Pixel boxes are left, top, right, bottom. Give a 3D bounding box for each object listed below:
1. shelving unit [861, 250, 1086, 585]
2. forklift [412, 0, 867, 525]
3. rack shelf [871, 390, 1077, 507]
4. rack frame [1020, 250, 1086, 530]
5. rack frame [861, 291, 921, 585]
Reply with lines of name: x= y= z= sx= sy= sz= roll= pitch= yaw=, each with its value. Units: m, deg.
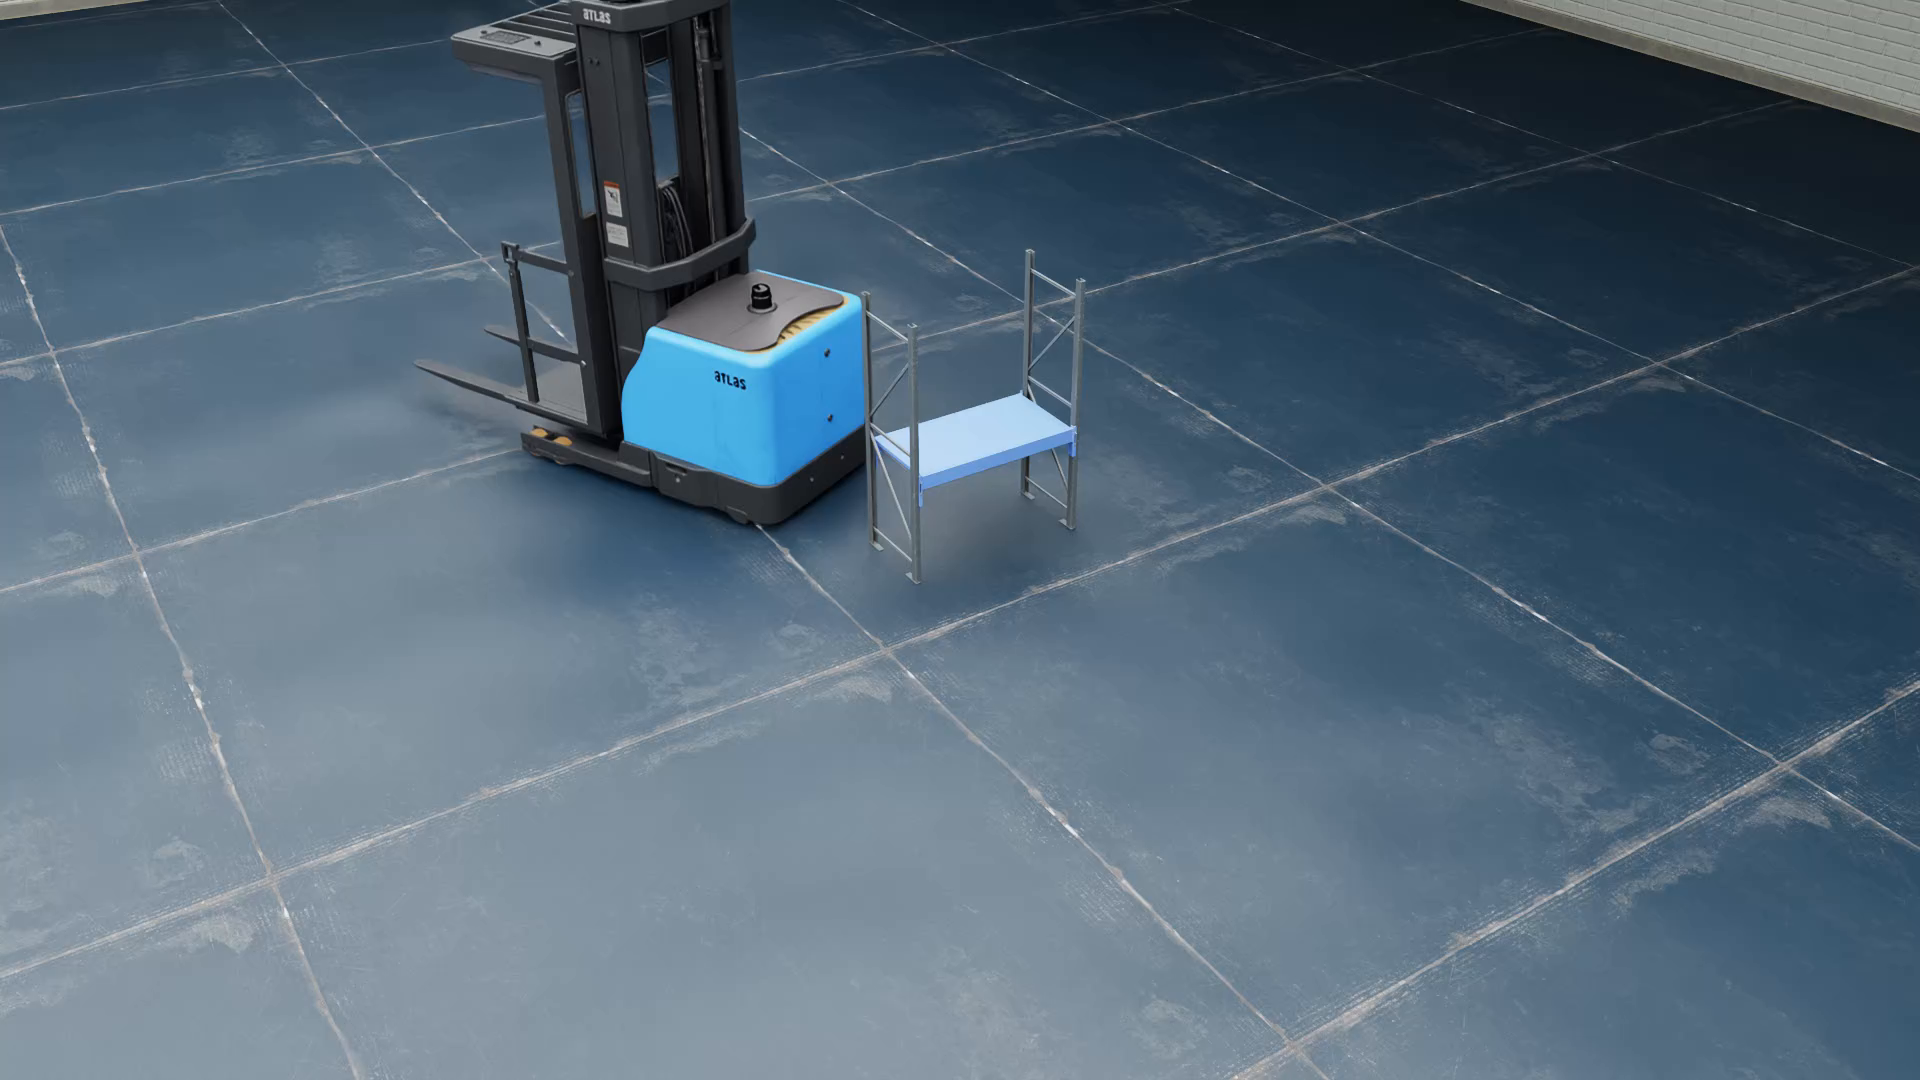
shelving unit: x=0.072 y=-0.659 z=8.889 sx=1.048 sy=1.500 sz=0.538 roll=-19 pitch=37 yaw=-27
forklift: x=-2.043 y=-1.908 z=9.528 sx=3.031 sy=2.935 sz=1.130 roll=18 pitch=37 yaw=27
rack shelf: x=0.072 y=-0.507 z=8.985 sx=1.000 sy=0.185 sz=0.538 roll=-19 pitch=37 yaw=-27
rack frame: x=0.499 y=-0.806 z=9.122 sx=0.032 sy=1.500 sz=0.500 roll=-19 pitch=37 yaw=-27
rack frame: x=-0.356 y=-0.512 z=8.656 sx=0.032 sy=1.500 sz=0.500 roll=-19 pitch=37 yaw=-27
